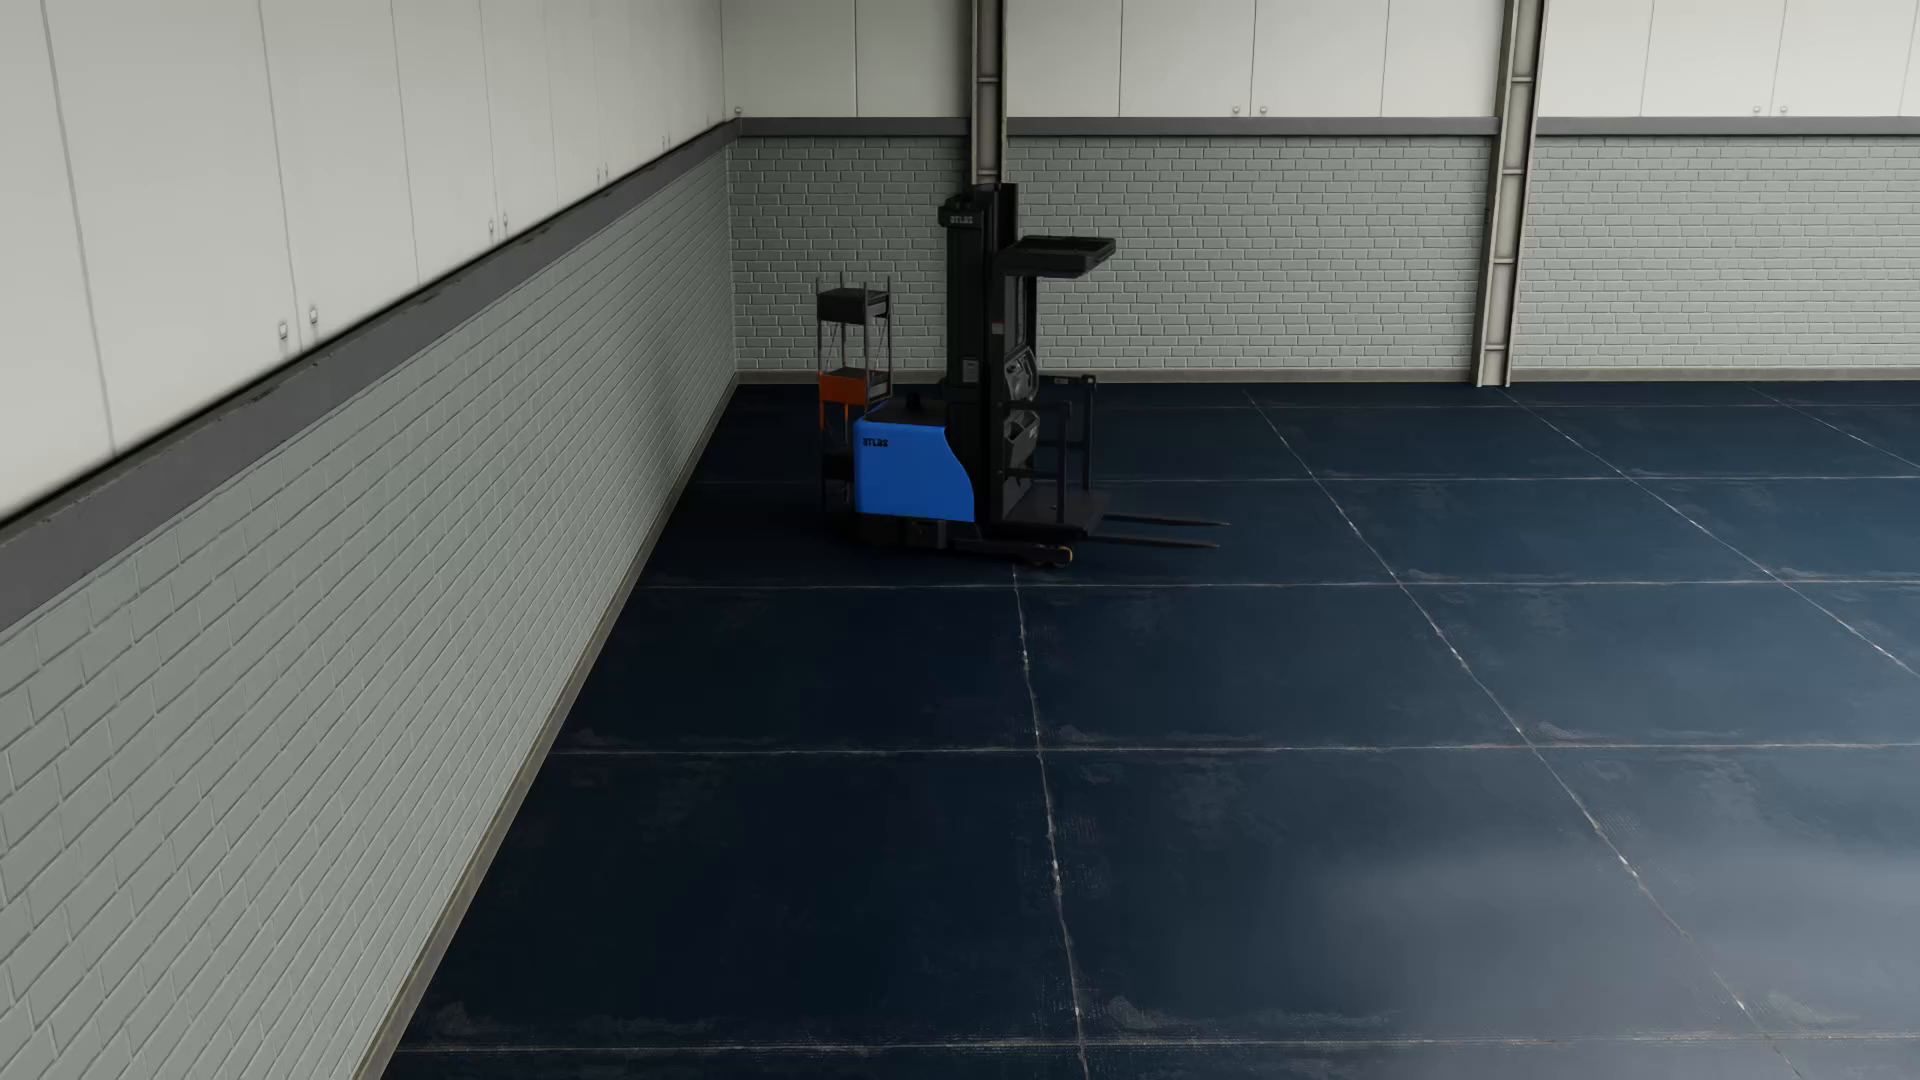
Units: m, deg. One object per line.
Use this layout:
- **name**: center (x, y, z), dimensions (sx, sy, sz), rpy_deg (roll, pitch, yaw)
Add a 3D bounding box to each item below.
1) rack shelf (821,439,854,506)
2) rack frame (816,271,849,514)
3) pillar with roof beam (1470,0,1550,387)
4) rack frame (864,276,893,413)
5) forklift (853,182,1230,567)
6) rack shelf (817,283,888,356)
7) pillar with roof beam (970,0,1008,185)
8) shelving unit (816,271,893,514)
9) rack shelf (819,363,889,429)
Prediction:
- **rack shelf**: center (-0.906, -0.567, 14.712), dimensions (0.480, 0.518, 0.431), rpy_deg (10, 21, 29)
- **rack frame**: center (-1.118, -1.283, 14.609), dimensions (0.015, 2.100, 0.400), rpy_deg (10, 21, 29)
- **pillar with roof beam**: center (6.390, -4.836, 14.390), dimensions (0.400, 9.000, 9.100), rpy_deg (0, 18, -1)
- **rack frame**: center (-0.696, -1.208, 14.375), dimensions (0.015, 2.100, 0.400), rpy_deg (10, 21, 29)
- **forklift**: center (0.686, -1.356, 13.477), dimensions (3.031, 2.935, 1.130), rpy_deg (5, 18, 15)
- **rack shelf**: center (-0.908, -1.899, 14.281), dimensions (0.480, 0.518, 0.431), rpy_deg (10, 21, 29)
- **pillar with roof beam**: center (0.391, -4.807, 14.300), dimensions (0.400, 9.000, 9.100), rpy_deg (0, 18, -1)
- **shelving unit**: center (-0.907, -1.246, 14.492), dimensions (0.503, 2.100, 0.431), rpy_deg (10, 21, 29)
- **rack shelf**: center (-0.907, -1.233, 14.496), dimensions (0.480, 0.518, 0.431), rpy_deg (10, 21, 29)
